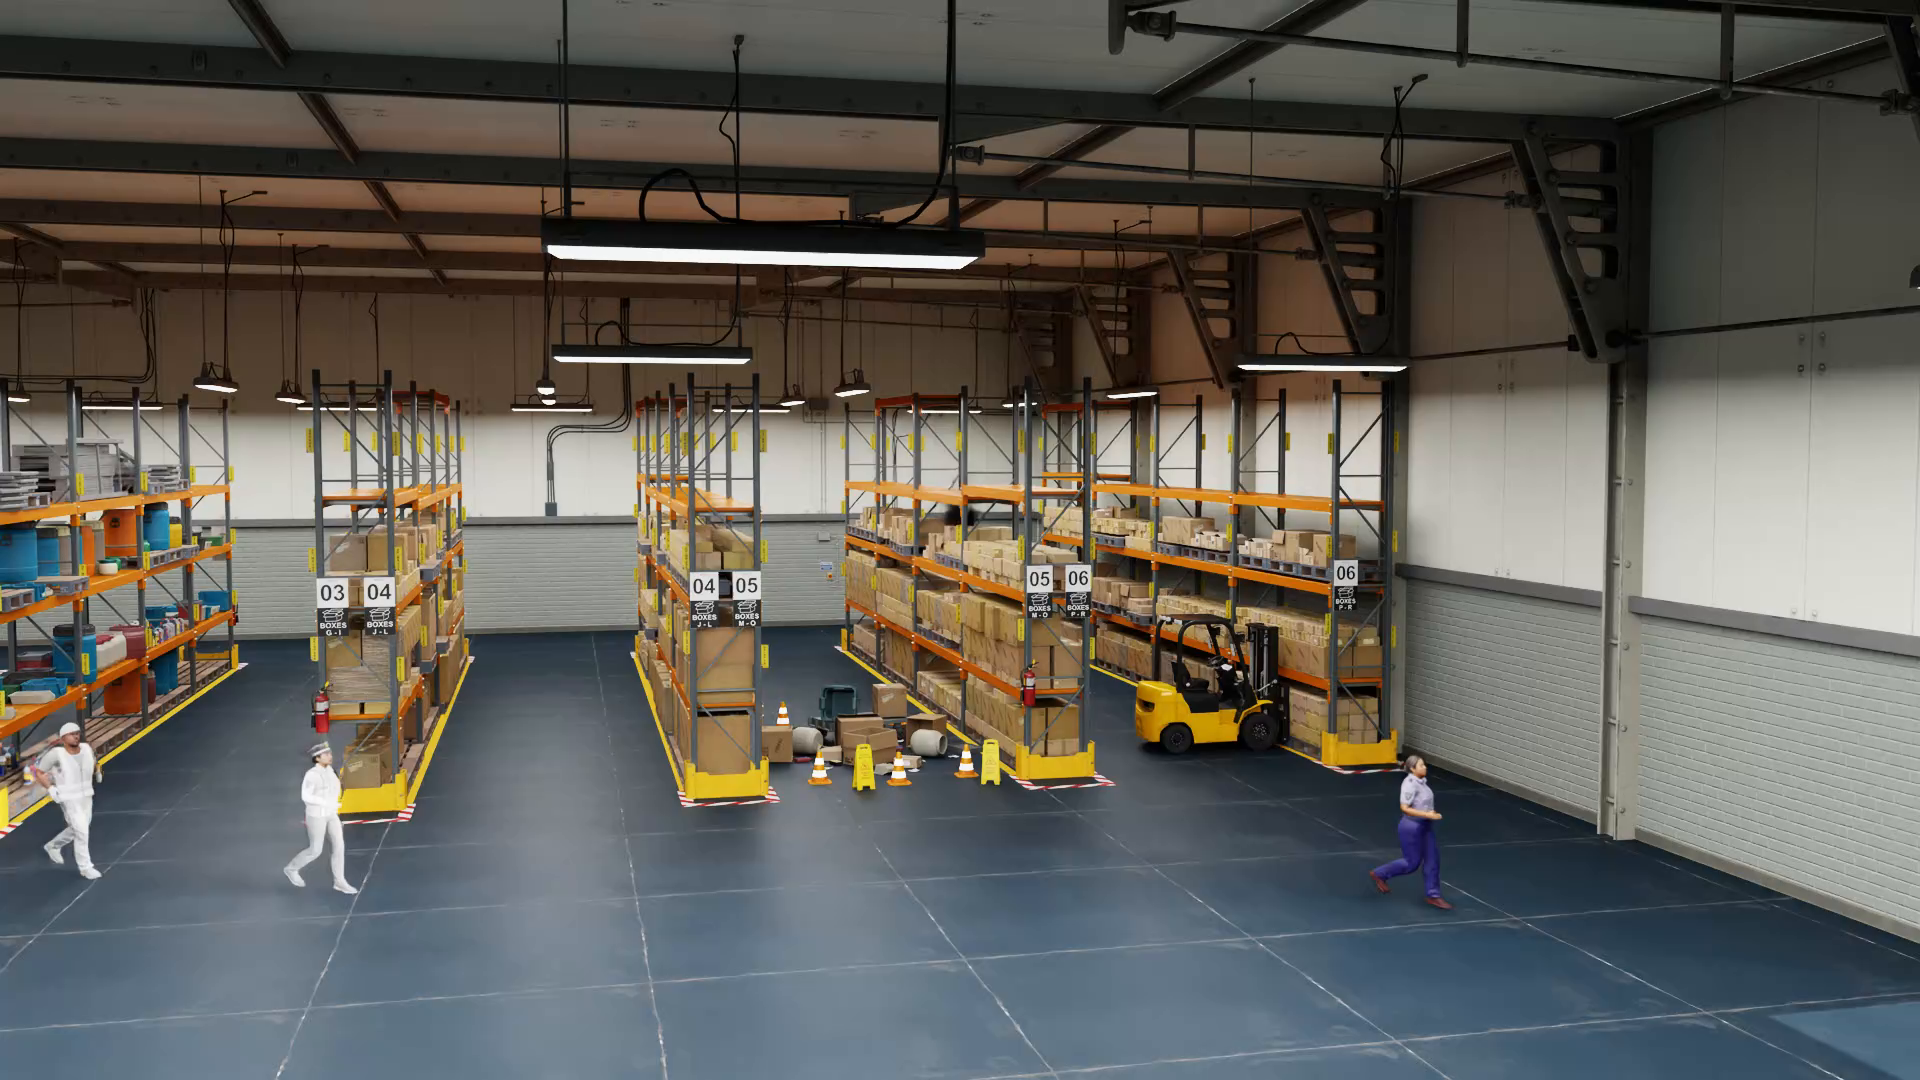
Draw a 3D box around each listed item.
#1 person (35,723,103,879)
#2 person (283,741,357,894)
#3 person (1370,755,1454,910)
[{"bbox_3d":[-10.298,3.001,19.307,0.892,1.788,0.670,1,4,23],"label":"person"},{"bbox_3d":[-7.139,3.090,18.528,0.865,1.699,0.614,1,3,15],"label":"person"},{"bbox_3d":[4.910,3.151,18.011,0.891,1.633,0.609,2,4,32],"label":"person"}]
